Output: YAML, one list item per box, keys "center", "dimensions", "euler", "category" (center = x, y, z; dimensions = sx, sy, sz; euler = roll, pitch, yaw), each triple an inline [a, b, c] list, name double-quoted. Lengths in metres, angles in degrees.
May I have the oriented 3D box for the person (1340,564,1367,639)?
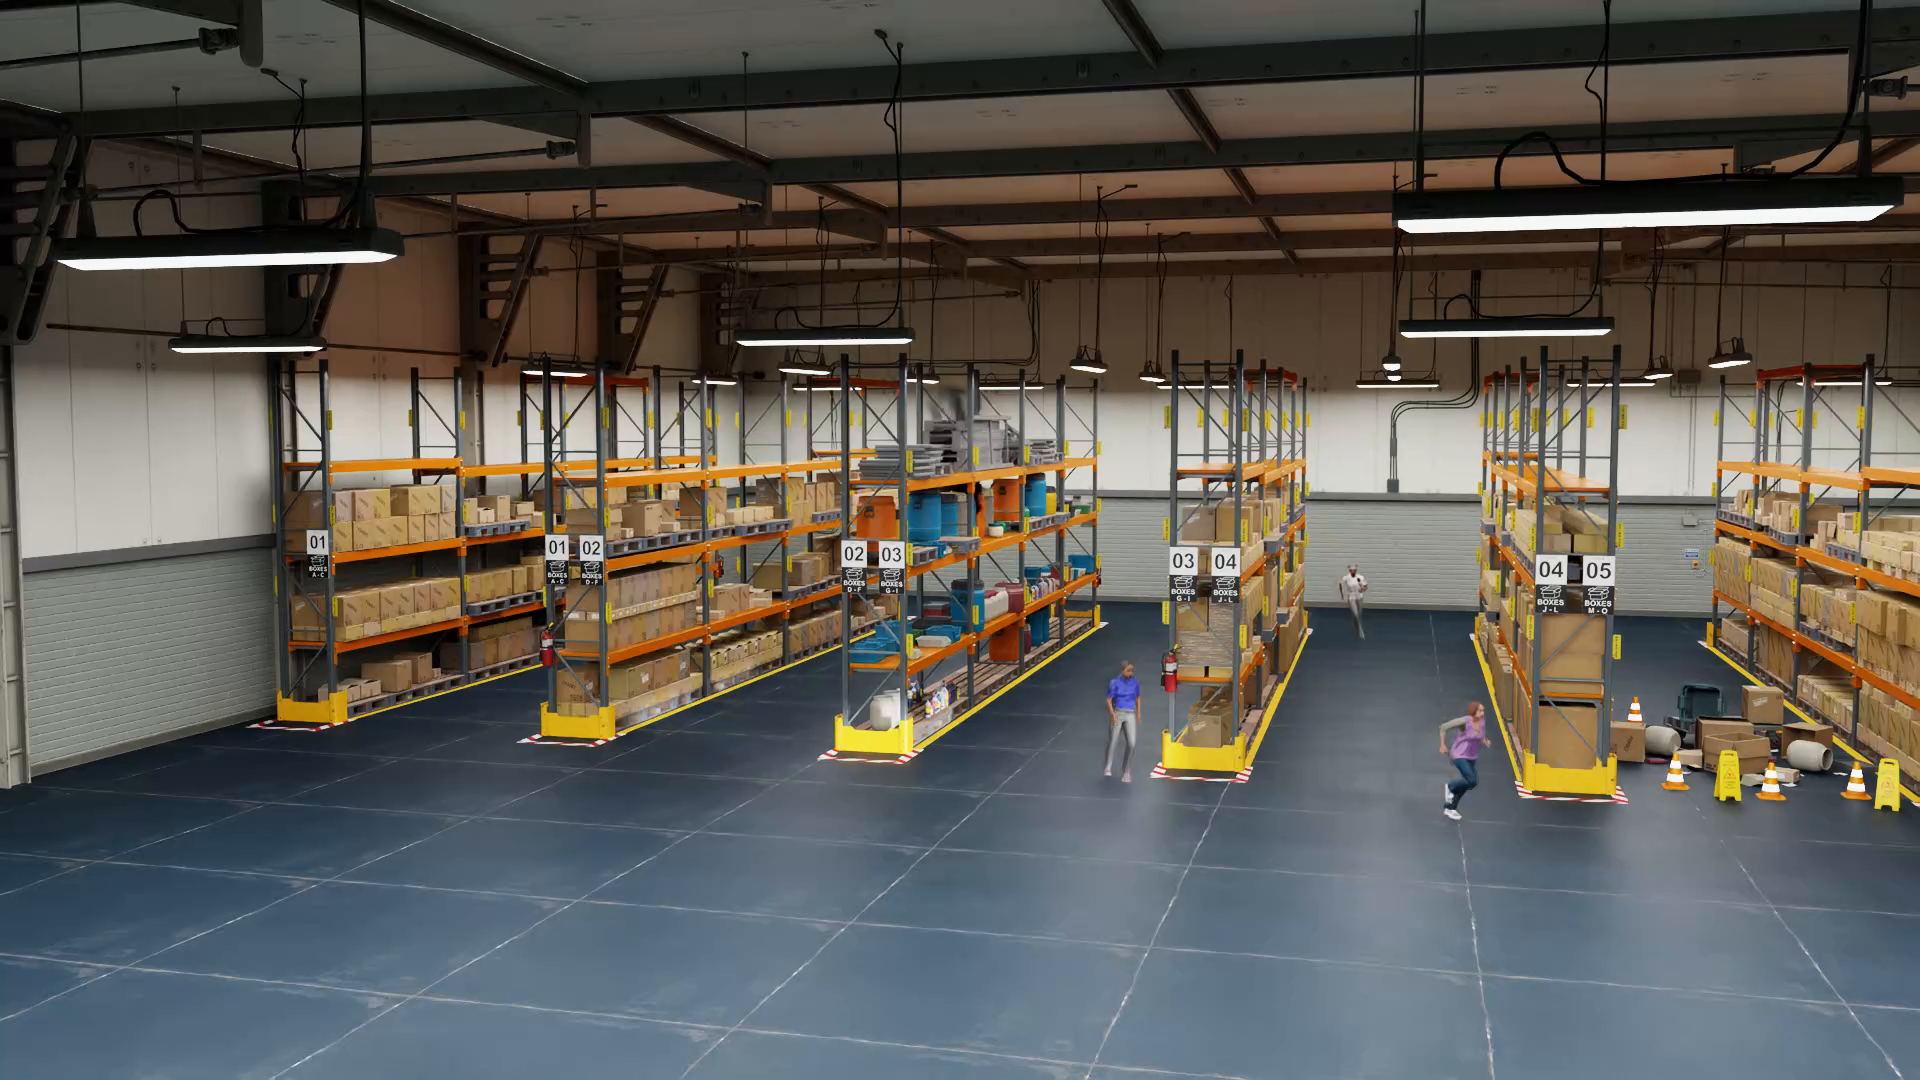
- center: [9.131, 1.401, 38.558]
  dimensions: [0.562, 1.722, 0.830]
  euler: [0, 4, -1]
  category: "person"

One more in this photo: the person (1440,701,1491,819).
- center: [6.341, 2.753, 20.797]
  dimensions: [0.525, 1.526, 0.674]
  euler: [-3, 5, -32]
  category: "person"

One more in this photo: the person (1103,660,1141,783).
- center: [2.280, 2.525, 23.066]
  dimensions: [0.553, 1.733, 0.611]
  euler: [-1, 4, -9]
  category: "person"
